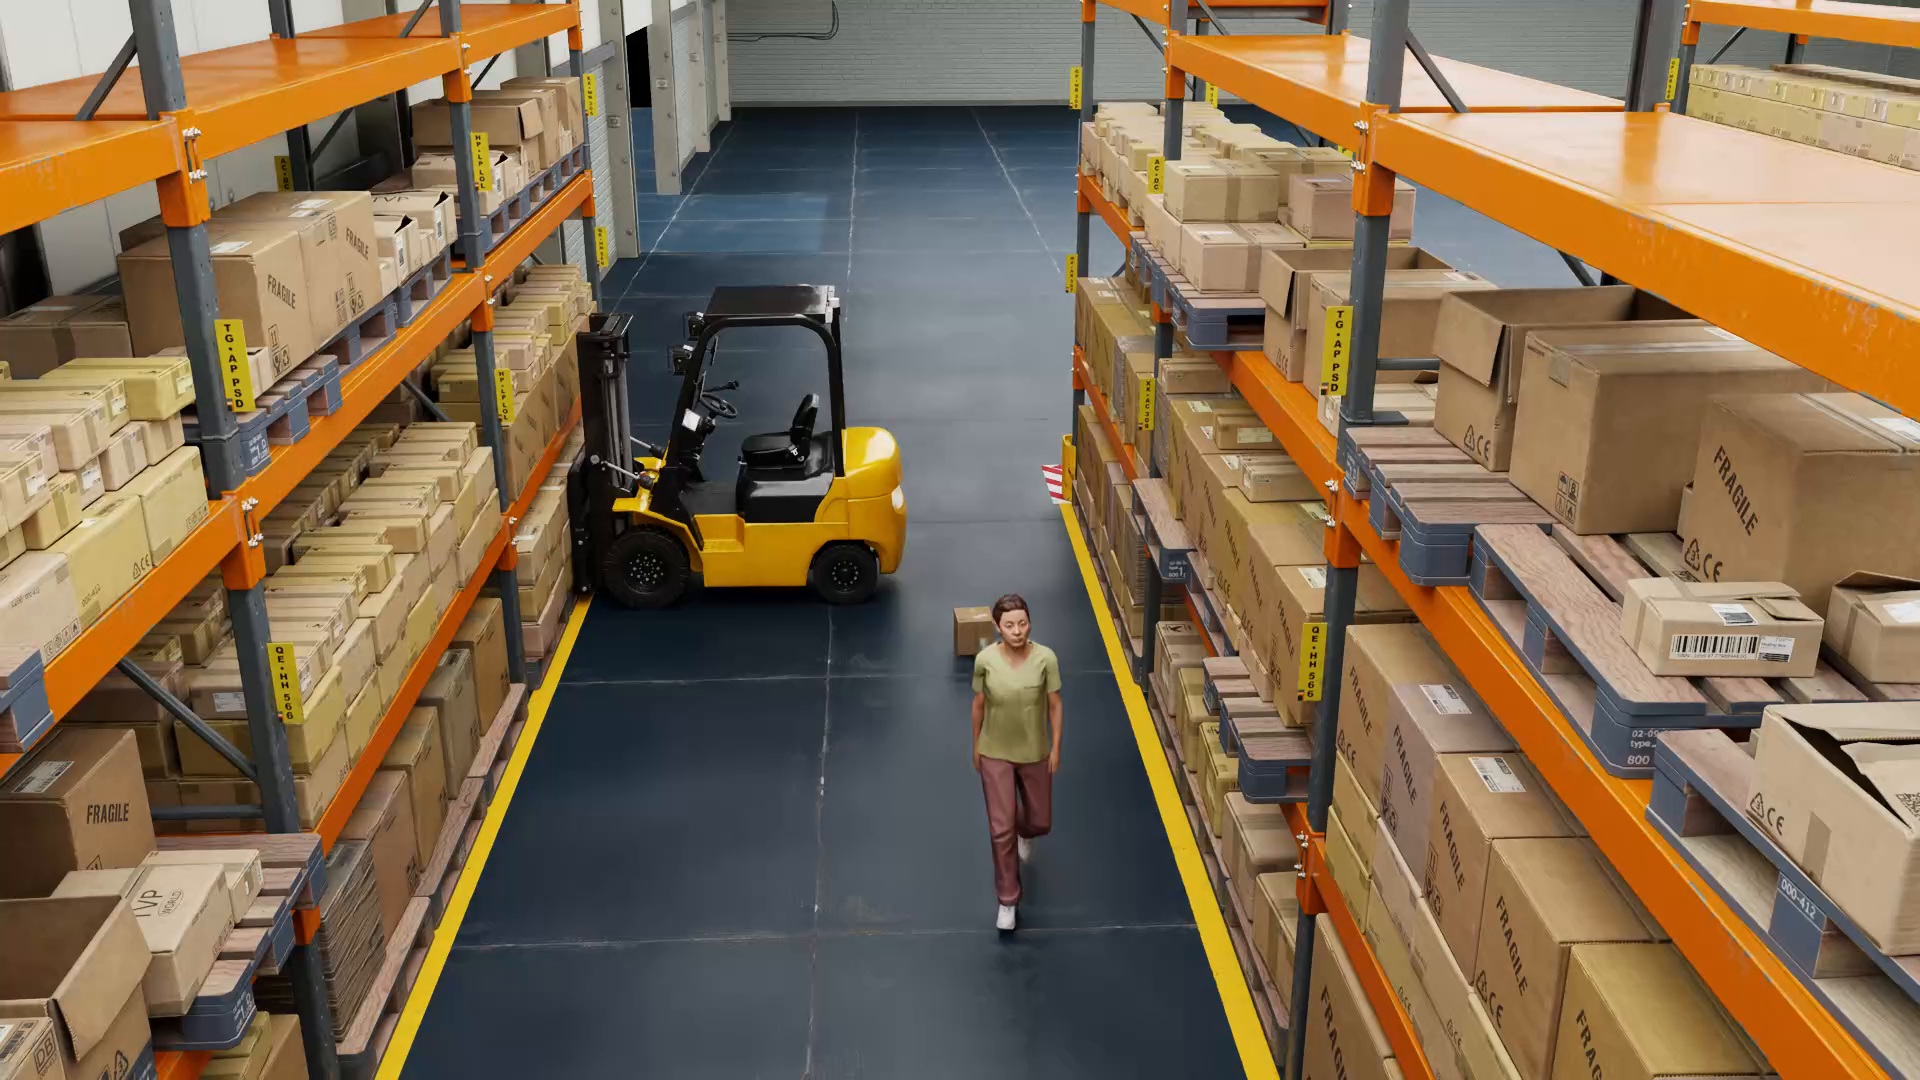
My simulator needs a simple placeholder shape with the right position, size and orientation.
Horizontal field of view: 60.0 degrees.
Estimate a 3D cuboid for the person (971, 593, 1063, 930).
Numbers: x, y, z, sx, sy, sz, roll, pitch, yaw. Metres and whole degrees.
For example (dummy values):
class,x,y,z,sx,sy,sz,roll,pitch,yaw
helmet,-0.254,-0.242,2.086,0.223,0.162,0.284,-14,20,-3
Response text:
class,x,y,z,sx,sy,sz,roll,pitch,yaw
person,0.282,1.039,8.272,0.452,1.641,0.790,0,20,-1
